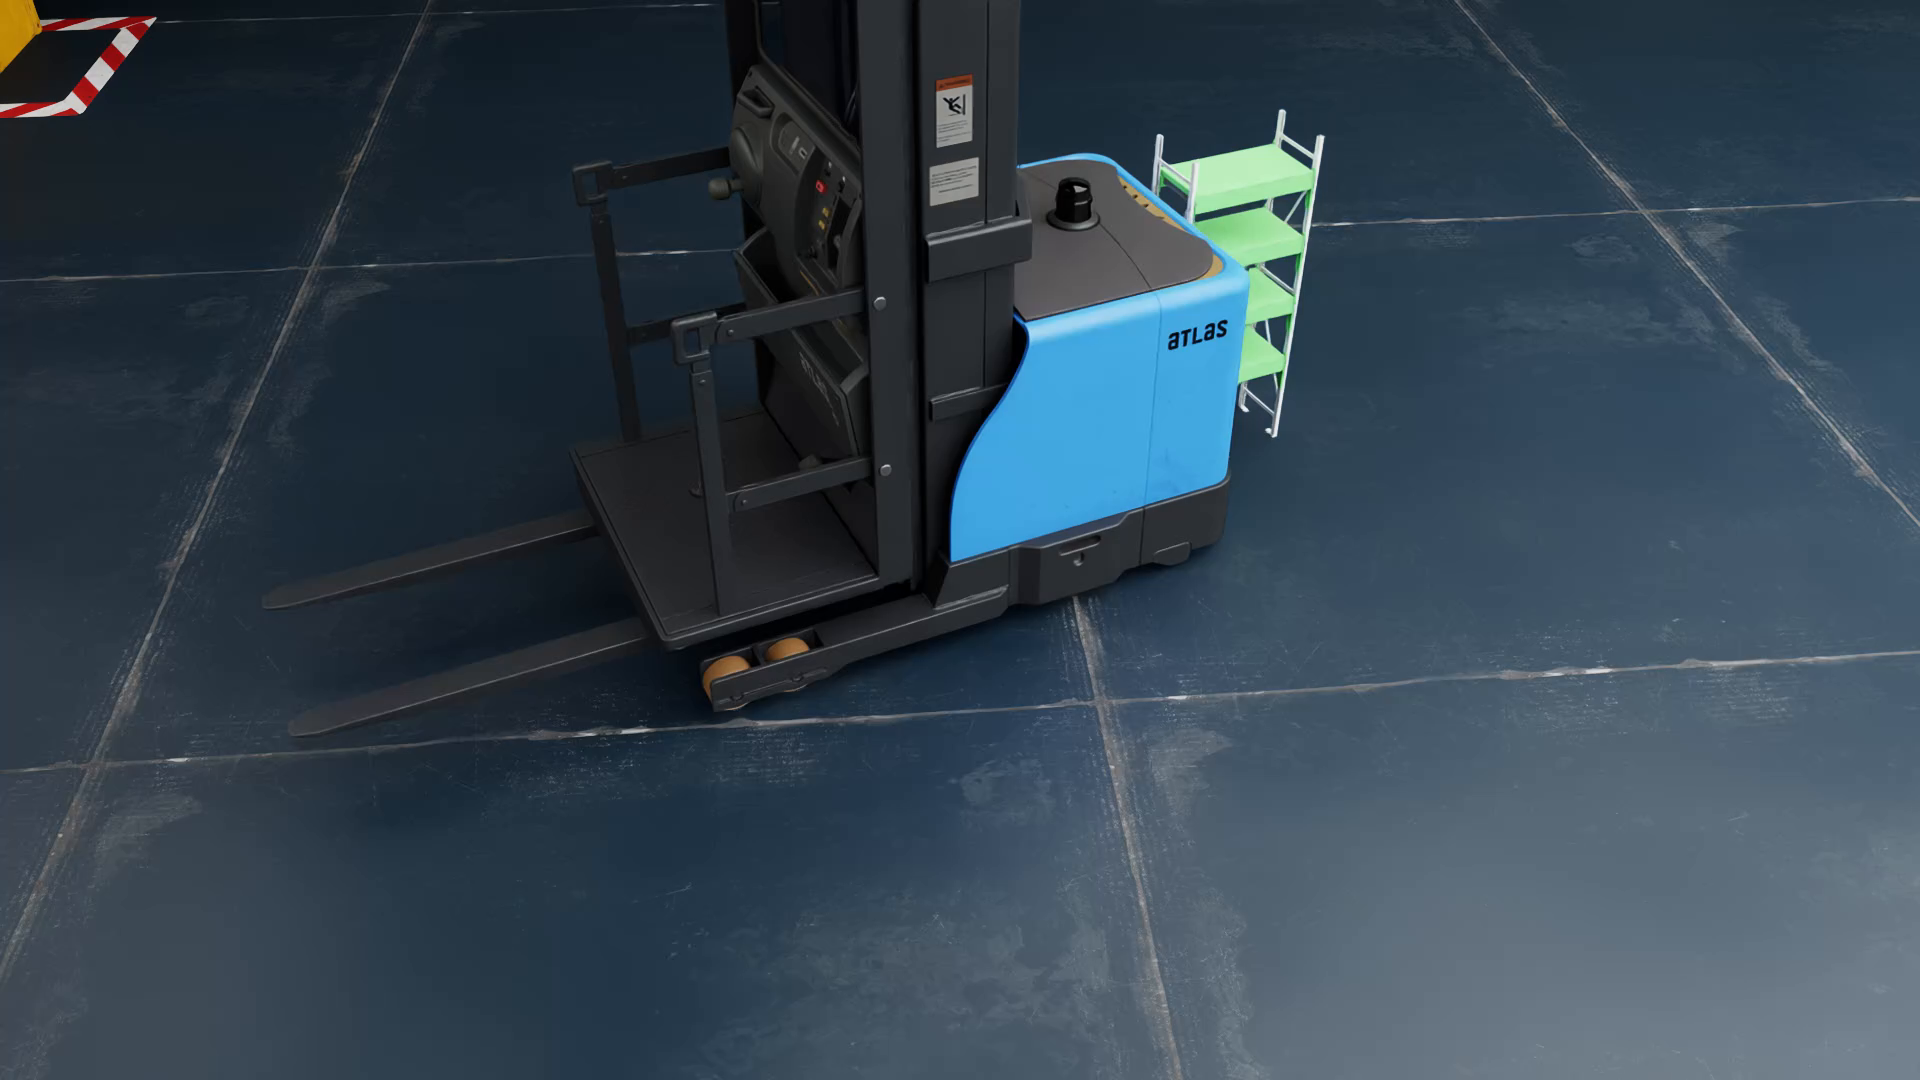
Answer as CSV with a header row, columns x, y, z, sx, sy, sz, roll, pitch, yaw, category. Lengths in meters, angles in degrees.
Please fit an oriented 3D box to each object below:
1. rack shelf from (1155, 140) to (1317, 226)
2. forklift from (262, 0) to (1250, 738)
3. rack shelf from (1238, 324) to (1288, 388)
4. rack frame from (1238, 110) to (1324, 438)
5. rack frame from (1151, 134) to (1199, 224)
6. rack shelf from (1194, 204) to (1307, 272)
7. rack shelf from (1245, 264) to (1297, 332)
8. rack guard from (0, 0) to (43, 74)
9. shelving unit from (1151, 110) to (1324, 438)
x,y,z,sx,sy,sz,roll,pitch,yaw,category
0.925,-1.192,5.613,0.480,0.148,0.258,-16,41,-21,rack shelf
-0.655,-1.004,4.656,3.031,2.935,1.130,-16,41,-19,forklift
0.914,-0.623,6.055,0.480,0.148,0.258,-16,41,-21,rack shelf
1.138,-0.926,5.955,0.015,1.200,0.240,-16,41,-21,rack frame
0.700,-0.800,5.782,0.015,1.200,0.240,-16,41,-21,rack frame
0.921,-1.002,5.760,0.480,0.148,0.258,-16,41,-21,rack shelf
0.918,-0.813,5.907,0.480,0.148,0.258,-16,41,-21,rack shelf
-5.315,-2.746,8.827,0.348,0.500,1.175,-3,38,-4,rack guard
0.919,-0.863,5.868,0.503,1.200,0.258,-16,41,-21,shelving unit
